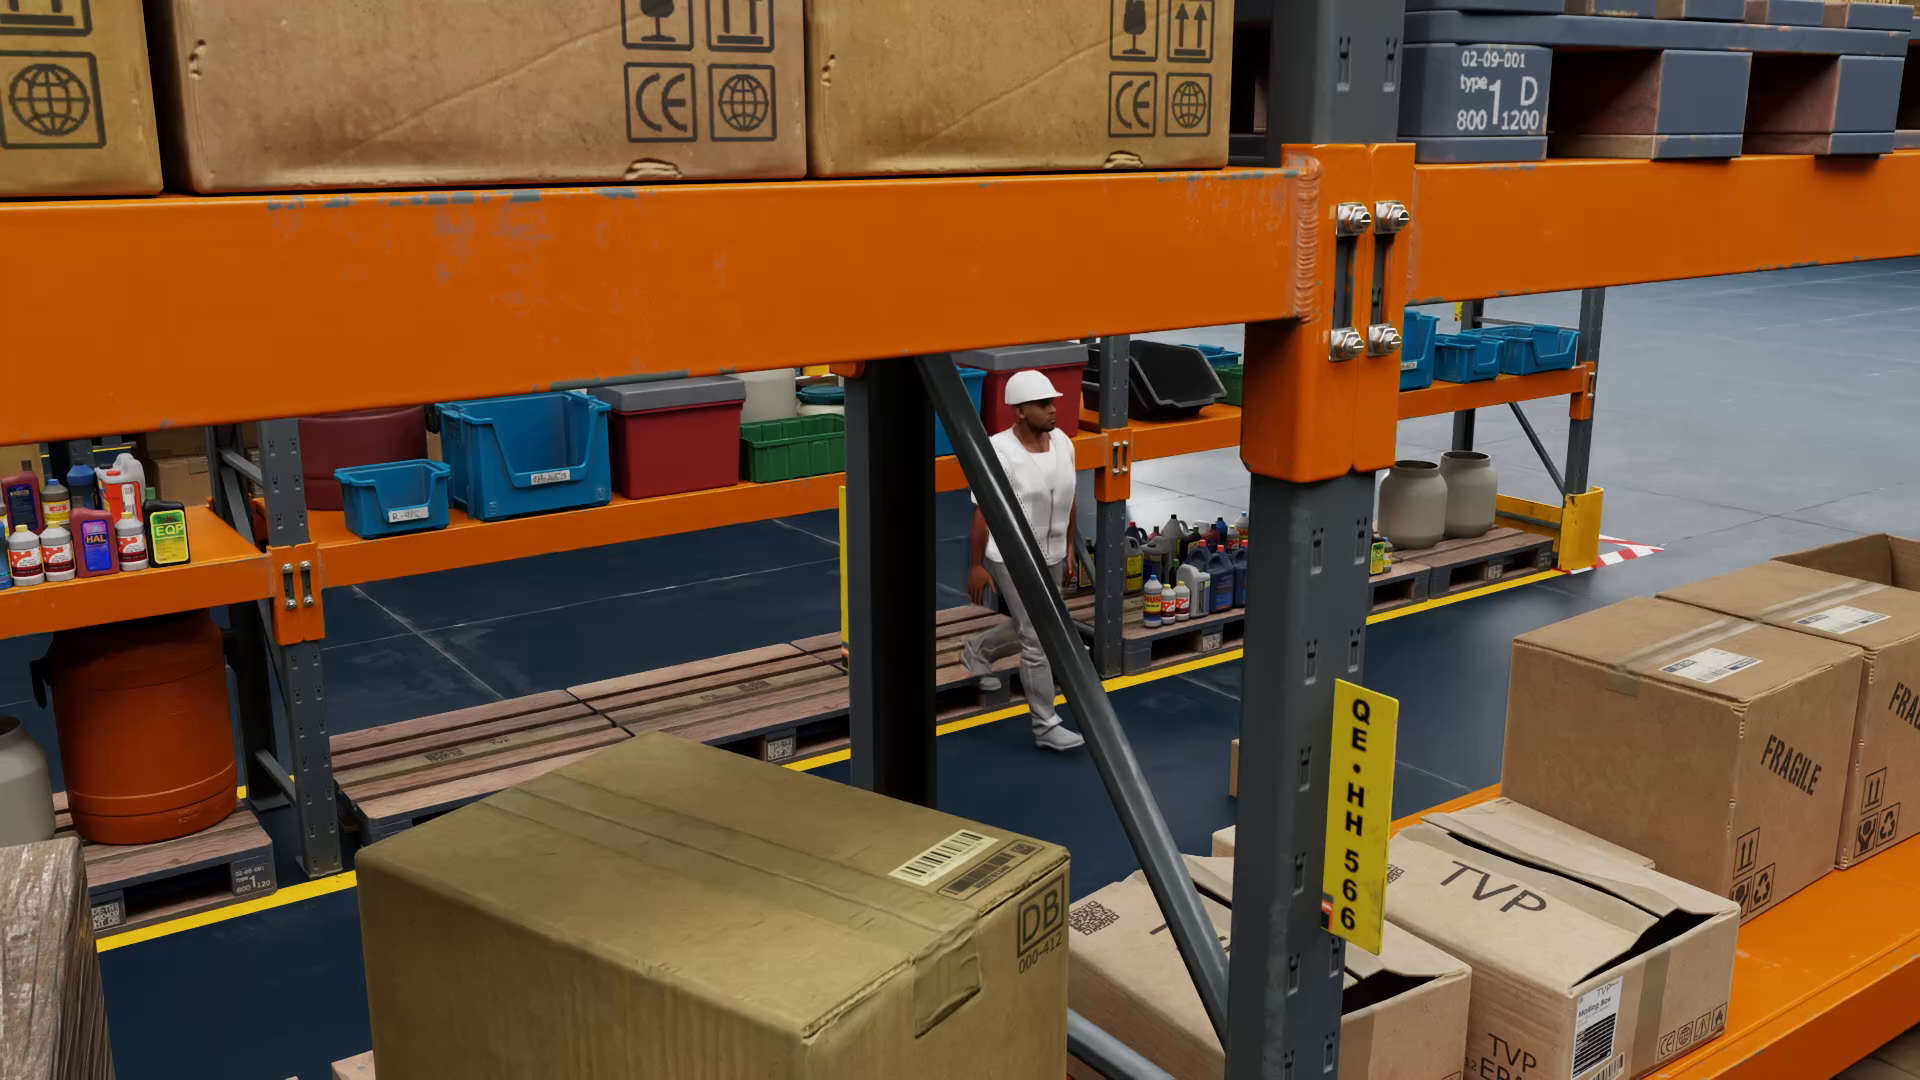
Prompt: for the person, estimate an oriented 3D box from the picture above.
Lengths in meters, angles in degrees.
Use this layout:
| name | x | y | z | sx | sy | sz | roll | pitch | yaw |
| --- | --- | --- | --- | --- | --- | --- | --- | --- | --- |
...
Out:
| name | x | y | z | sx | sy | sz | roll | pitch | yaw |
| --- | --- | --- | --- | --- | --- | --- | --- | --- | --- |
| person | 0.296 | 0.065 | 7.742 | 0.583 | 1.742 | 0.957 | -13 | 20 | -42 |
